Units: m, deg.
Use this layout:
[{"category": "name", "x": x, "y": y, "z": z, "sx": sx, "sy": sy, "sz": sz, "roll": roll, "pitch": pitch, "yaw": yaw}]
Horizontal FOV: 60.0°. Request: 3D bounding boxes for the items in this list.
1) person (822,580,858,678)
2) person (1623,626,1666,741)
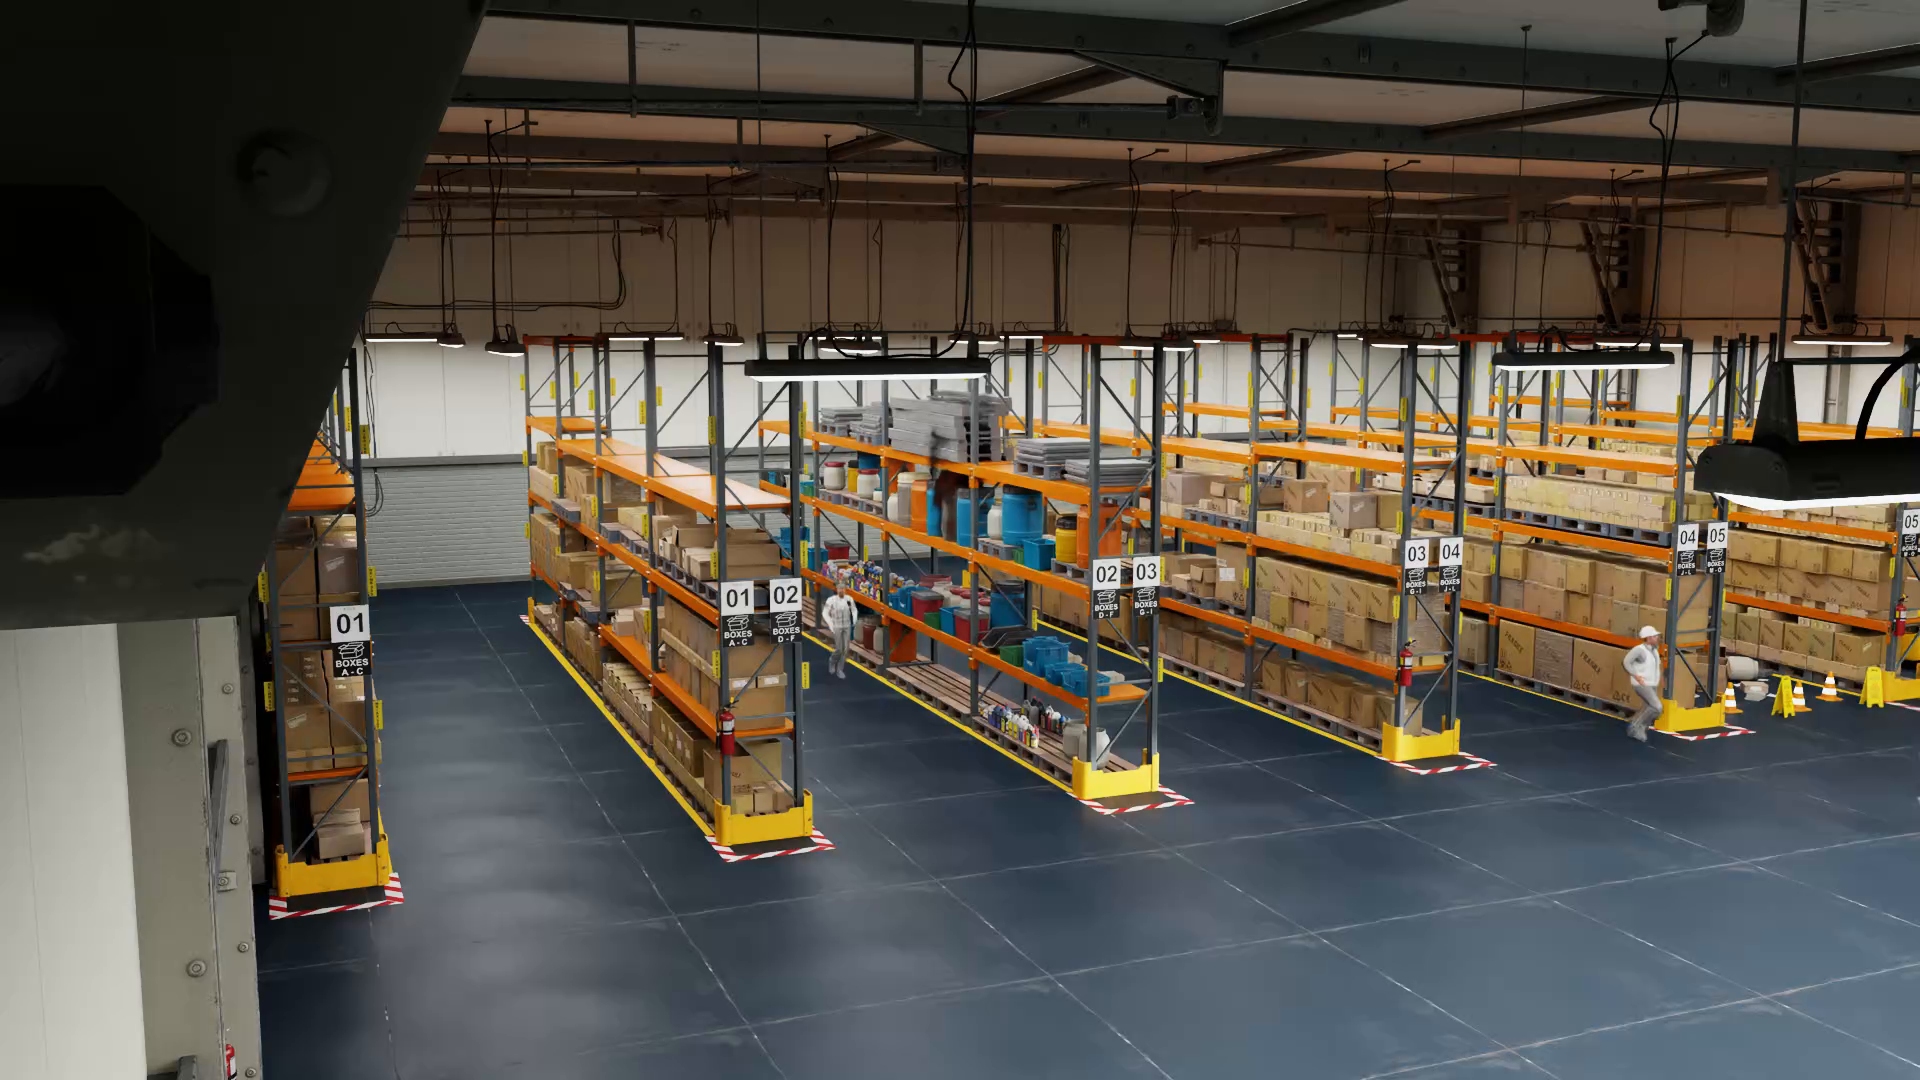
[{"category": "person", "x": -1.994, "y": 1.490, "z": 28.104, "sx": 0.610, "sy": 1.676, "sz": 0.535, "roll": -3, "pitch": 8, "yaw": -21}, {"category": "person", "x": 10.317, "y": 2.160, "z": 24.924, "sx": 0.678, "sy": 1.739, "sz": 0.599, "roll": -6, "pitch": 10, "yaw": -38}]
